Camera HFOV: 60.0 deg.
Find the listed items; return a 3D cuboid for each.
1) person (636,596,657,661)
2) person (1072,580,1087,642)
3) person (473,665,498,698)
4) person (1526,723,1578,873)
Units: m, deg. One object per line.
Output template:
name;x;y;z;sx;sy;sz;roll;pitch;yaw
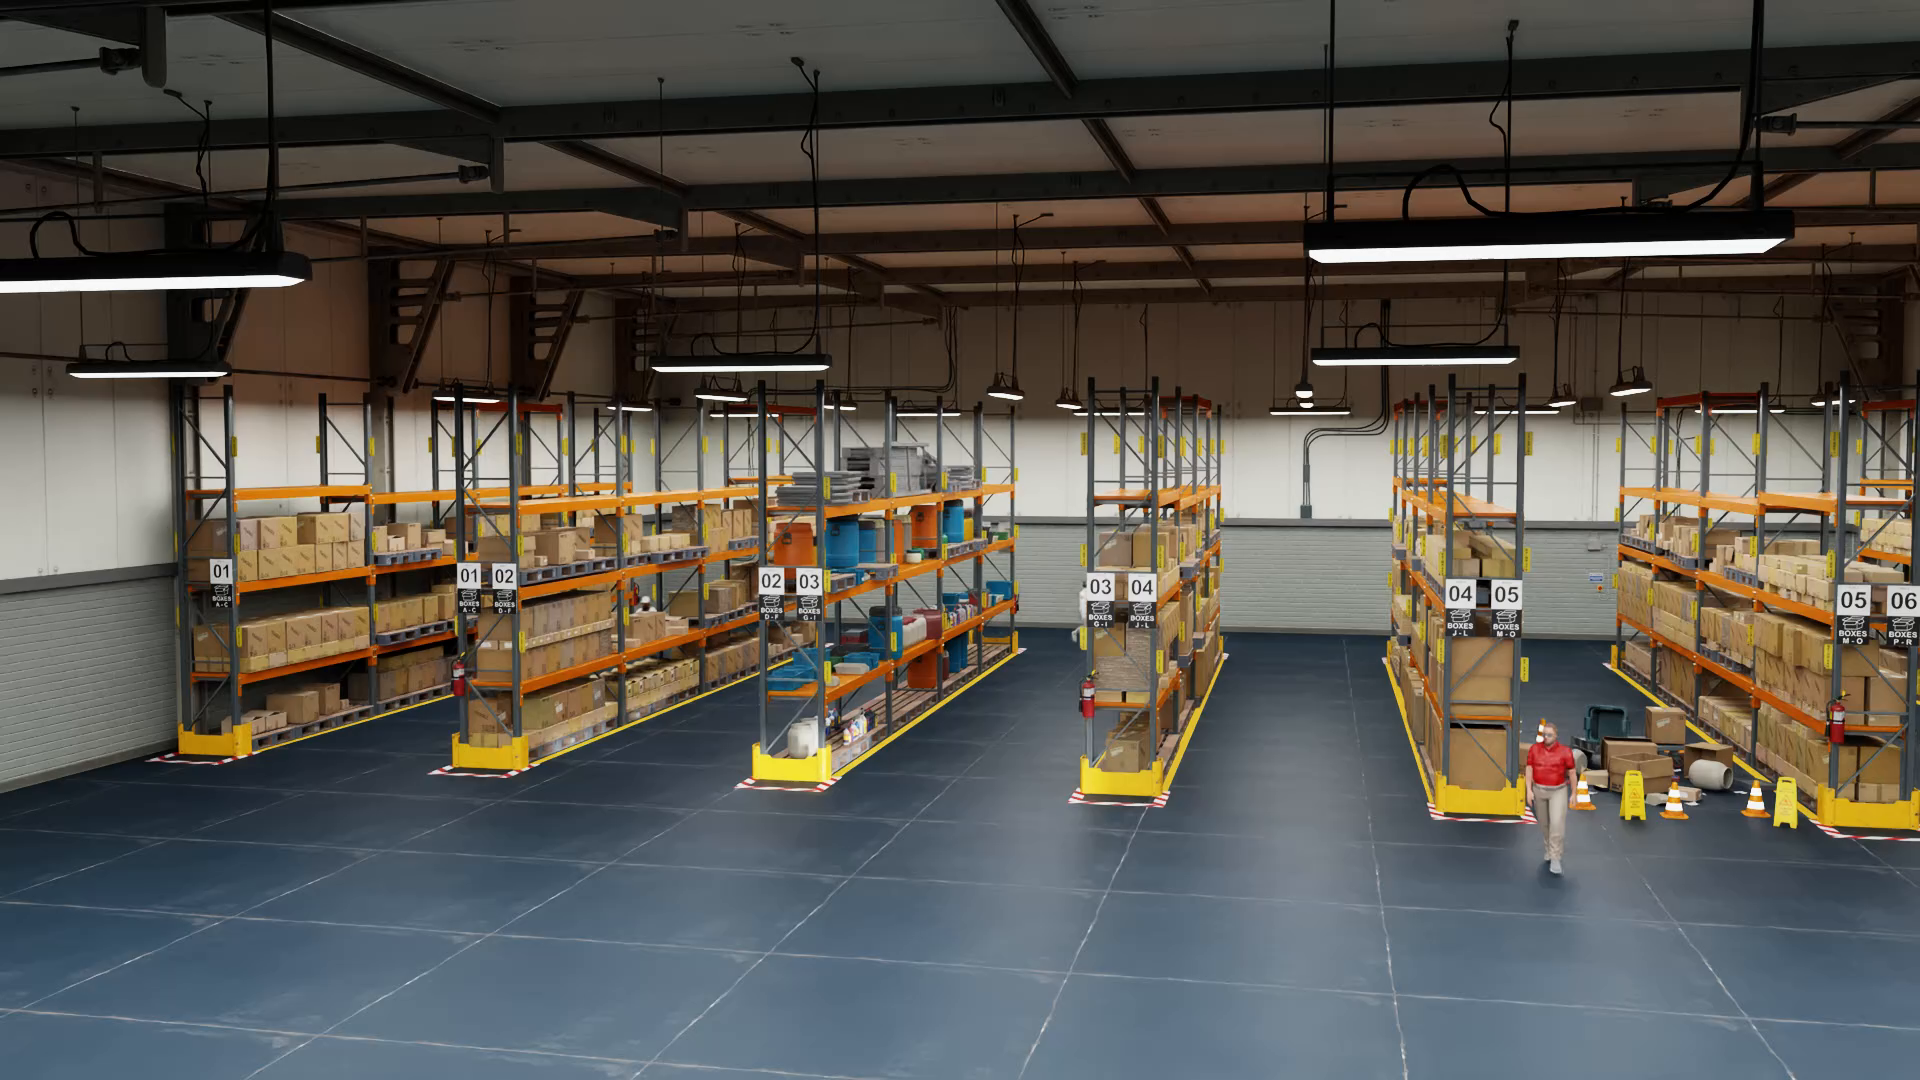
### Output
person;-6.859;2.090;36.612;0.672;1.746;0.619;1;3;11
person;3.128;1.821;41.798;0.587;1.661;0.528;2;4;32
person;-8.242;2.603;29.166;0.580;1.548;0.726;1;3;13
person;6.992;3.025;19.762;0.590;1.686;0.925;3;4;39
